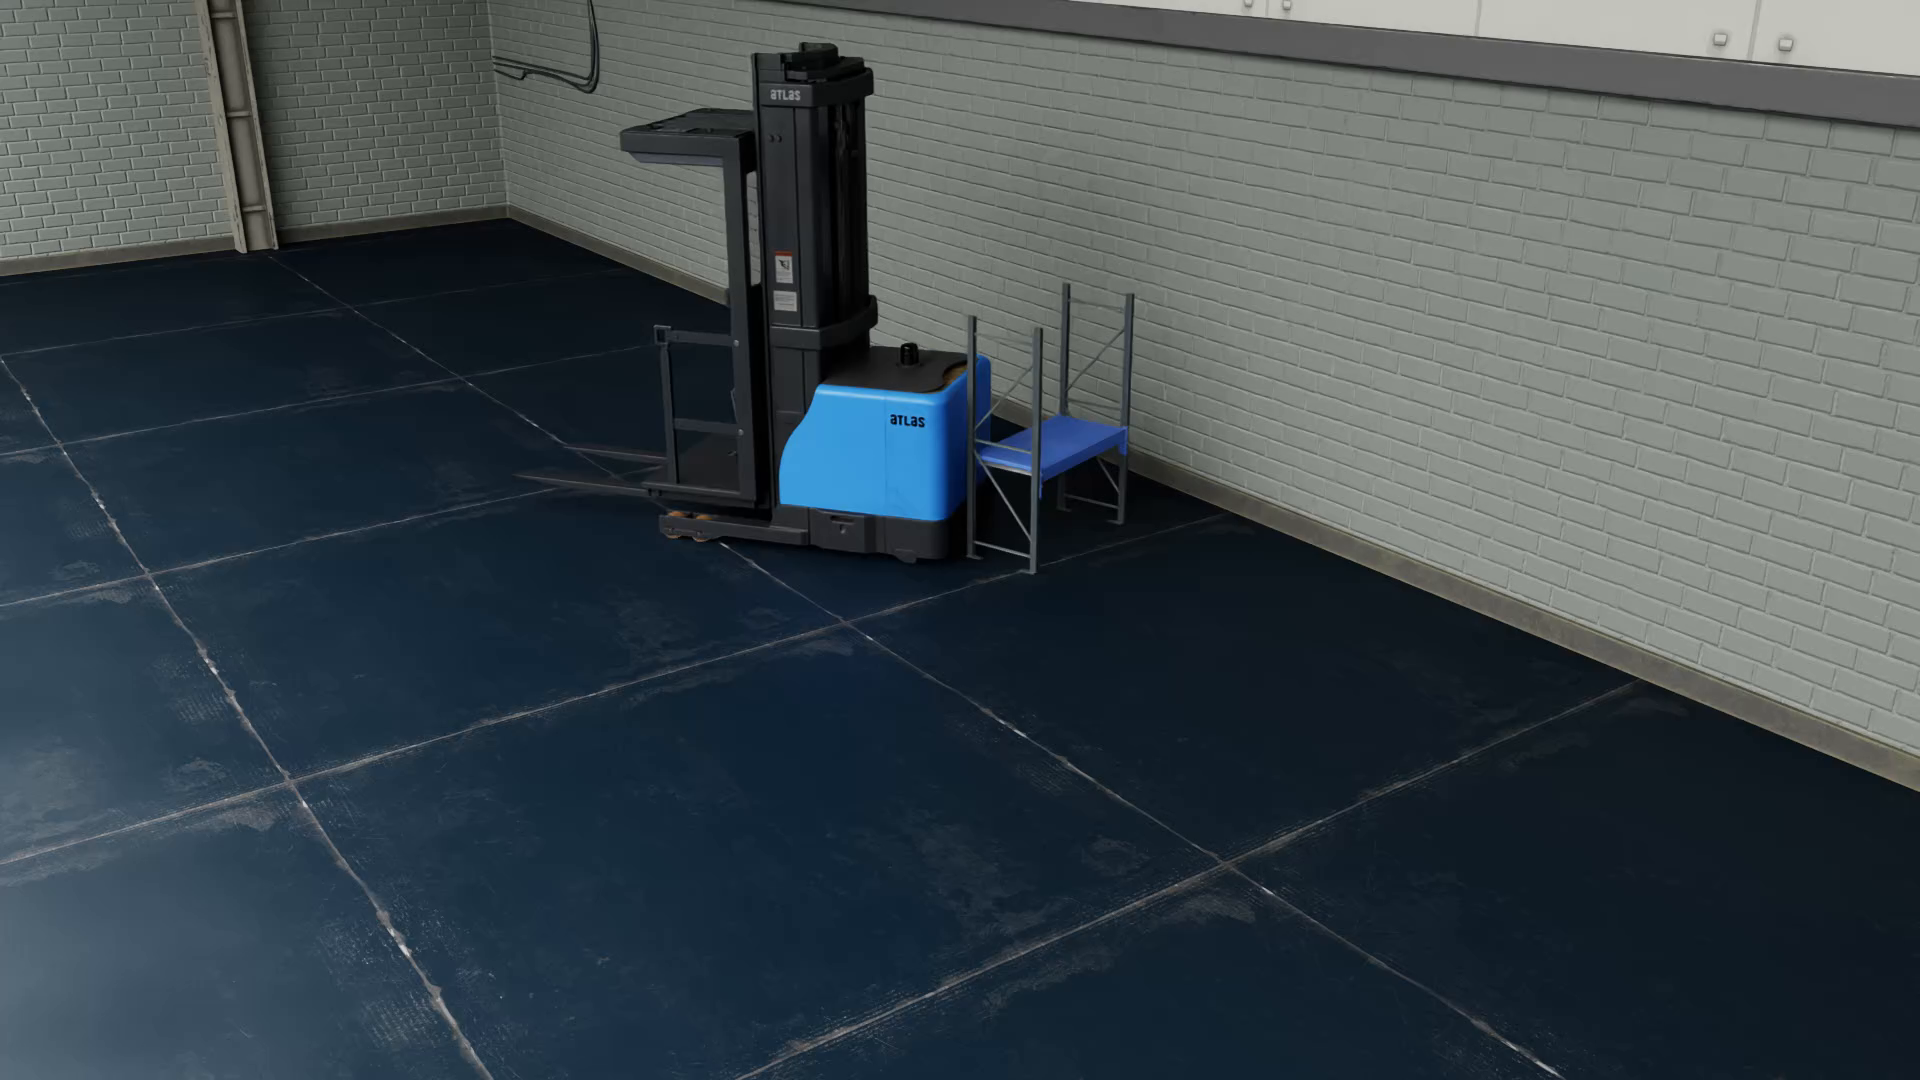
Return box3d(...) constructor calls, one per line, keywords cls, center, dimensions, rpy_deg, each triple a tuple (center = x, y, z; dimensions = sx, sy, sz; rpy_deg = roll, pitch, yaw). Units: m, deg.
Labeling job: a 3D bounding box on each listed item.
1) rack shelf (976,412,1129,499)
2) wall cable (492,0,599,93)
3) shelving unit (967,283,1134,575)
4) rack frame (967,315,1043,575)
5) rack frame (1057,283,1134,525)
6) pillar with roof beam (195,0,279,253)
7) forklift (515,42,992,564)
box3d(cls="rack shelf", center=(0.552, -0.531, 10.189), dimensions=(0.538, 0.185, 1.000), rpy_deg=(15, 26, 33))
box3d(cls="wall cable", center=(-4.670, -6.224, 18.042), dimensions=(0.112, 2.526, 3.097), rpy_deg=(-15, 26, -33))
box3d(cls="shelving unit", center=(0.552, -0.698, 10.122), dimensions=(0.538, 1.500, 1.048), rpy_deg=(15, 26, 33))
box3d(cls="rack frame", center=(0.255, -0.545, 9.739), dimensions=(0.500, 1.500, 0.032), rpy_deg=(15, 26, 33))
box3d(cls="rack frame", center=(0.848, -0.851, 10.506), dimensions=(0.500, 1.500, 0.032), rpy_deg=(15, 26, 33))
box3d(cls="pillar with roof beam", center=(-5.319, -6.131, 13.620), dimensions=(0.400, 9.000, 9.100), rpy_deg=(-15, 26, -33))
box3d(cls="forklift", center=(-1.368, -1.525, 10.263), dimensions=(3.031, 2.935, 1.130), rpy_deg=(7, 23, 17))
